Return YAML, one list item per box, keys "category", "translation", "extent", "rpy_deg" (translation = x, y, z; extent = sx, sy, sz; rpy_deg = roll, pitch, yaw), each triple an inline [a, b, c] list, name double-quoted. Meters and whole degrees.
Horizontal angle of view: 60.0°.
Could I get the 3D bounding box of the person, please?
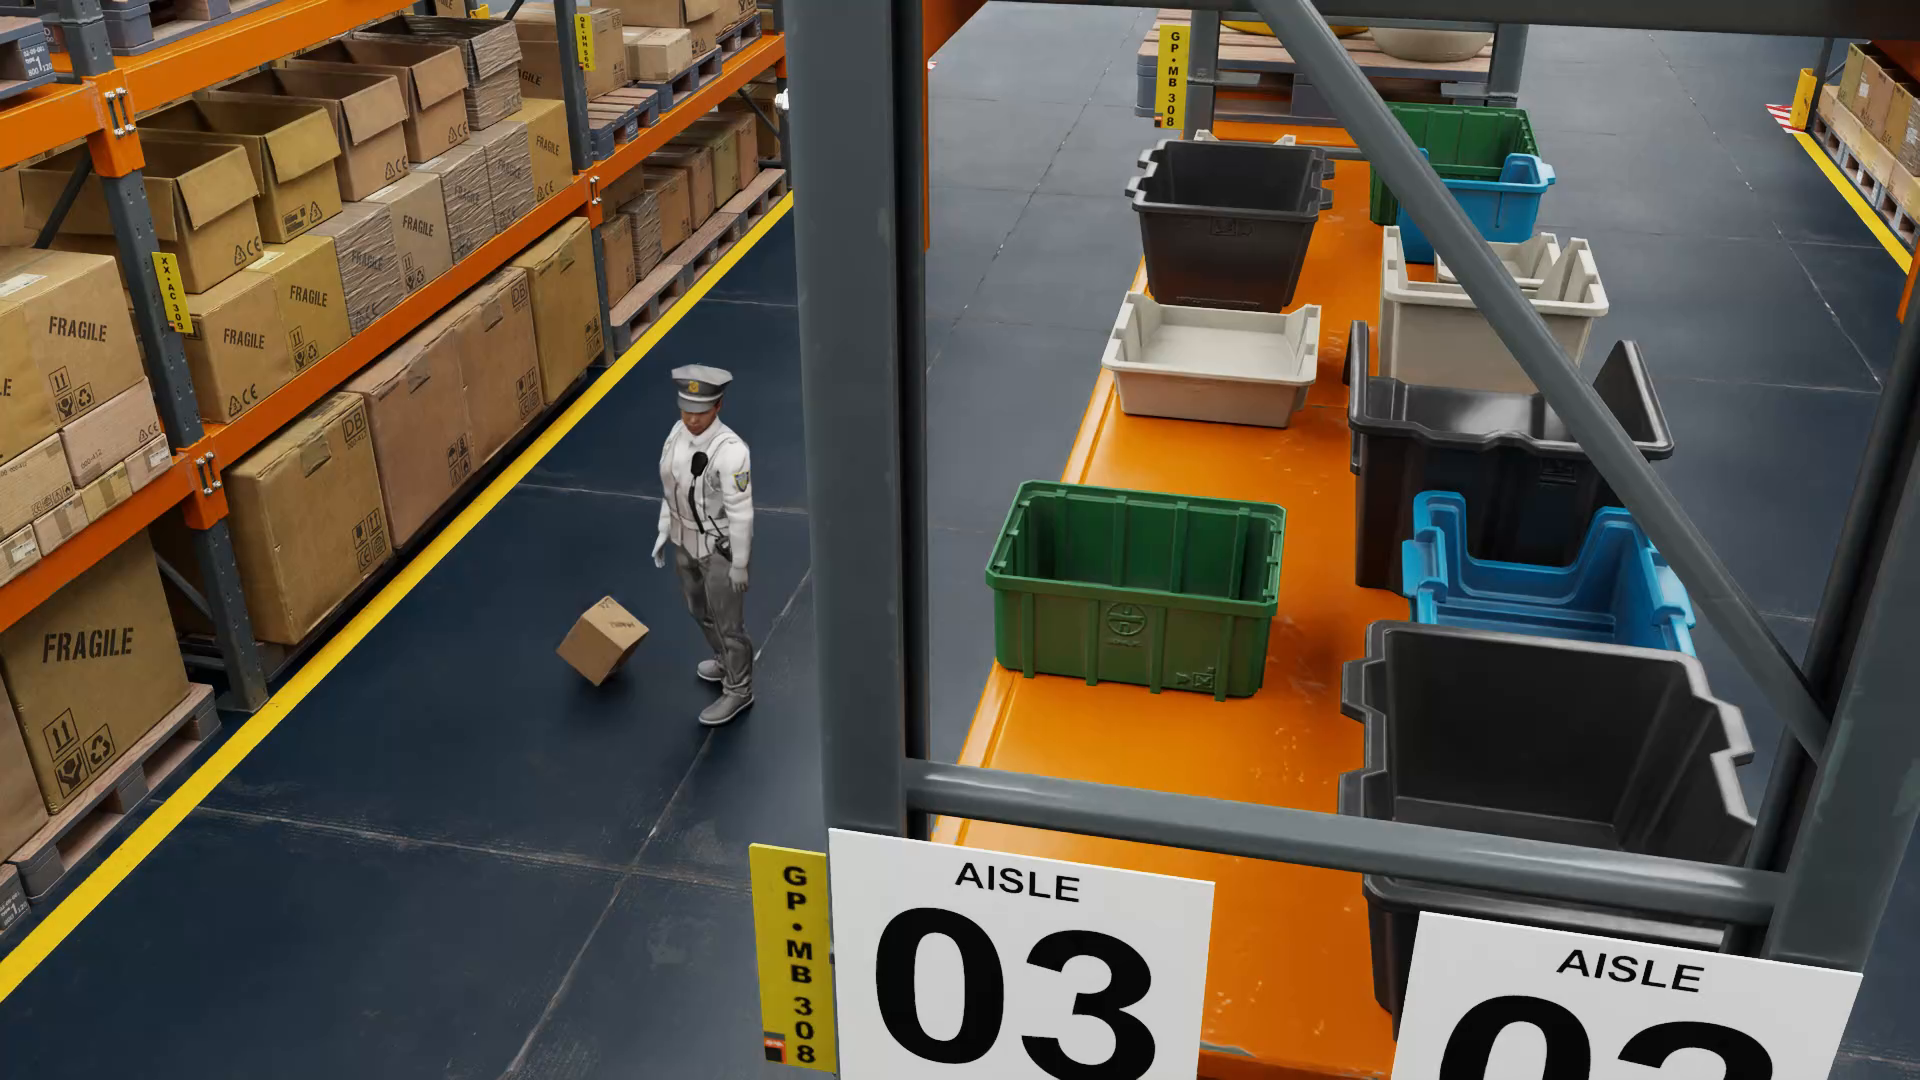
- category: "person"
  translation: [-1.070, 0.015, 7.063]
  extent: [0.400, 1.673, 0.621]
  rpy_deg: [-22, 36, -34]
